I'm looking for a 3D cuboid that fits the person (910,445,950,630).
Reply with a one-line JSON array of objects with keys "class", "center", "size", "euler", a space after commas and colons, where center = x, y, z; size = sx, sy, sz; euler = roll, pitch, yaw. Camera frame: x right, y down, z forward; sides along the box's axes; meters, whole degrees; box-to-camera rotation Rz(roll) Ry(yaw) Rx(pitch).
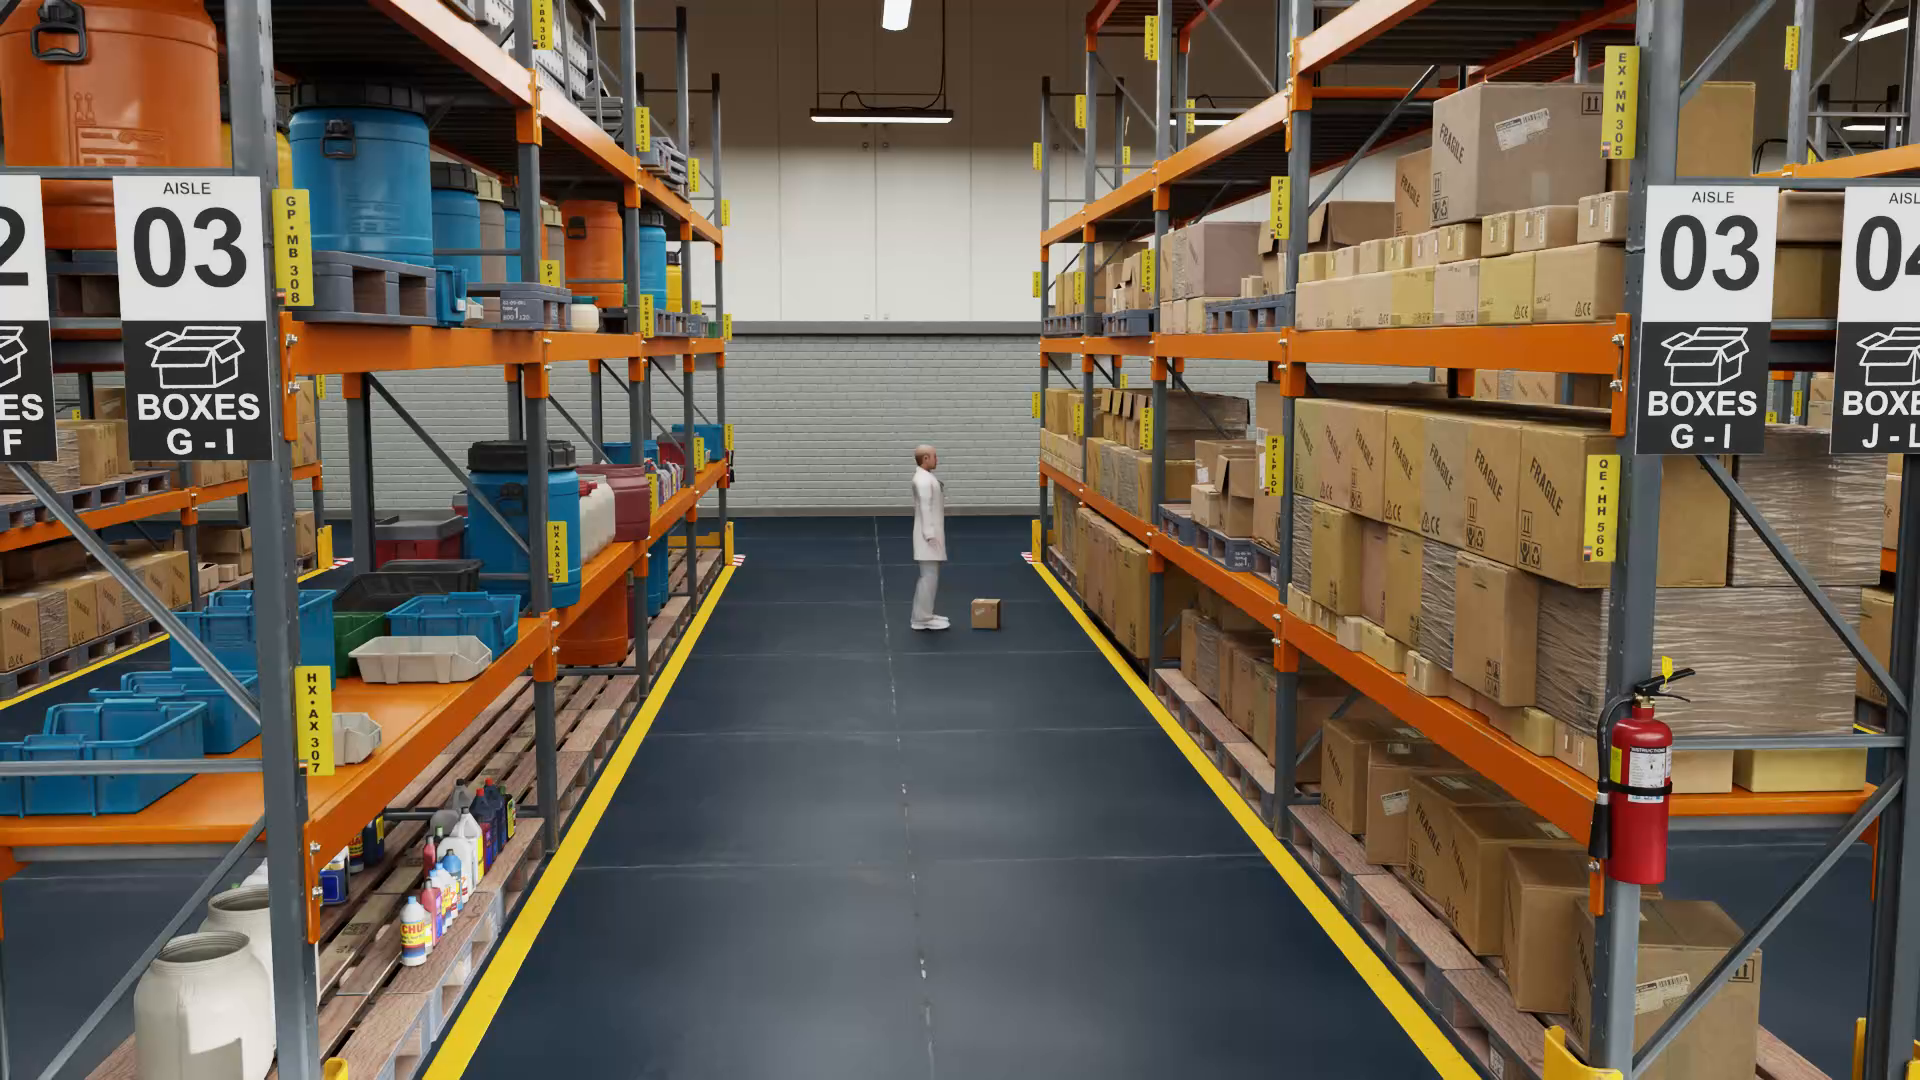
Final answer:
[{"class": "person", "center": [-0.294, -0.037, 16.125], "size": [0.378, 1.775, 0.560], "euler": [0, 7, -2]}]
